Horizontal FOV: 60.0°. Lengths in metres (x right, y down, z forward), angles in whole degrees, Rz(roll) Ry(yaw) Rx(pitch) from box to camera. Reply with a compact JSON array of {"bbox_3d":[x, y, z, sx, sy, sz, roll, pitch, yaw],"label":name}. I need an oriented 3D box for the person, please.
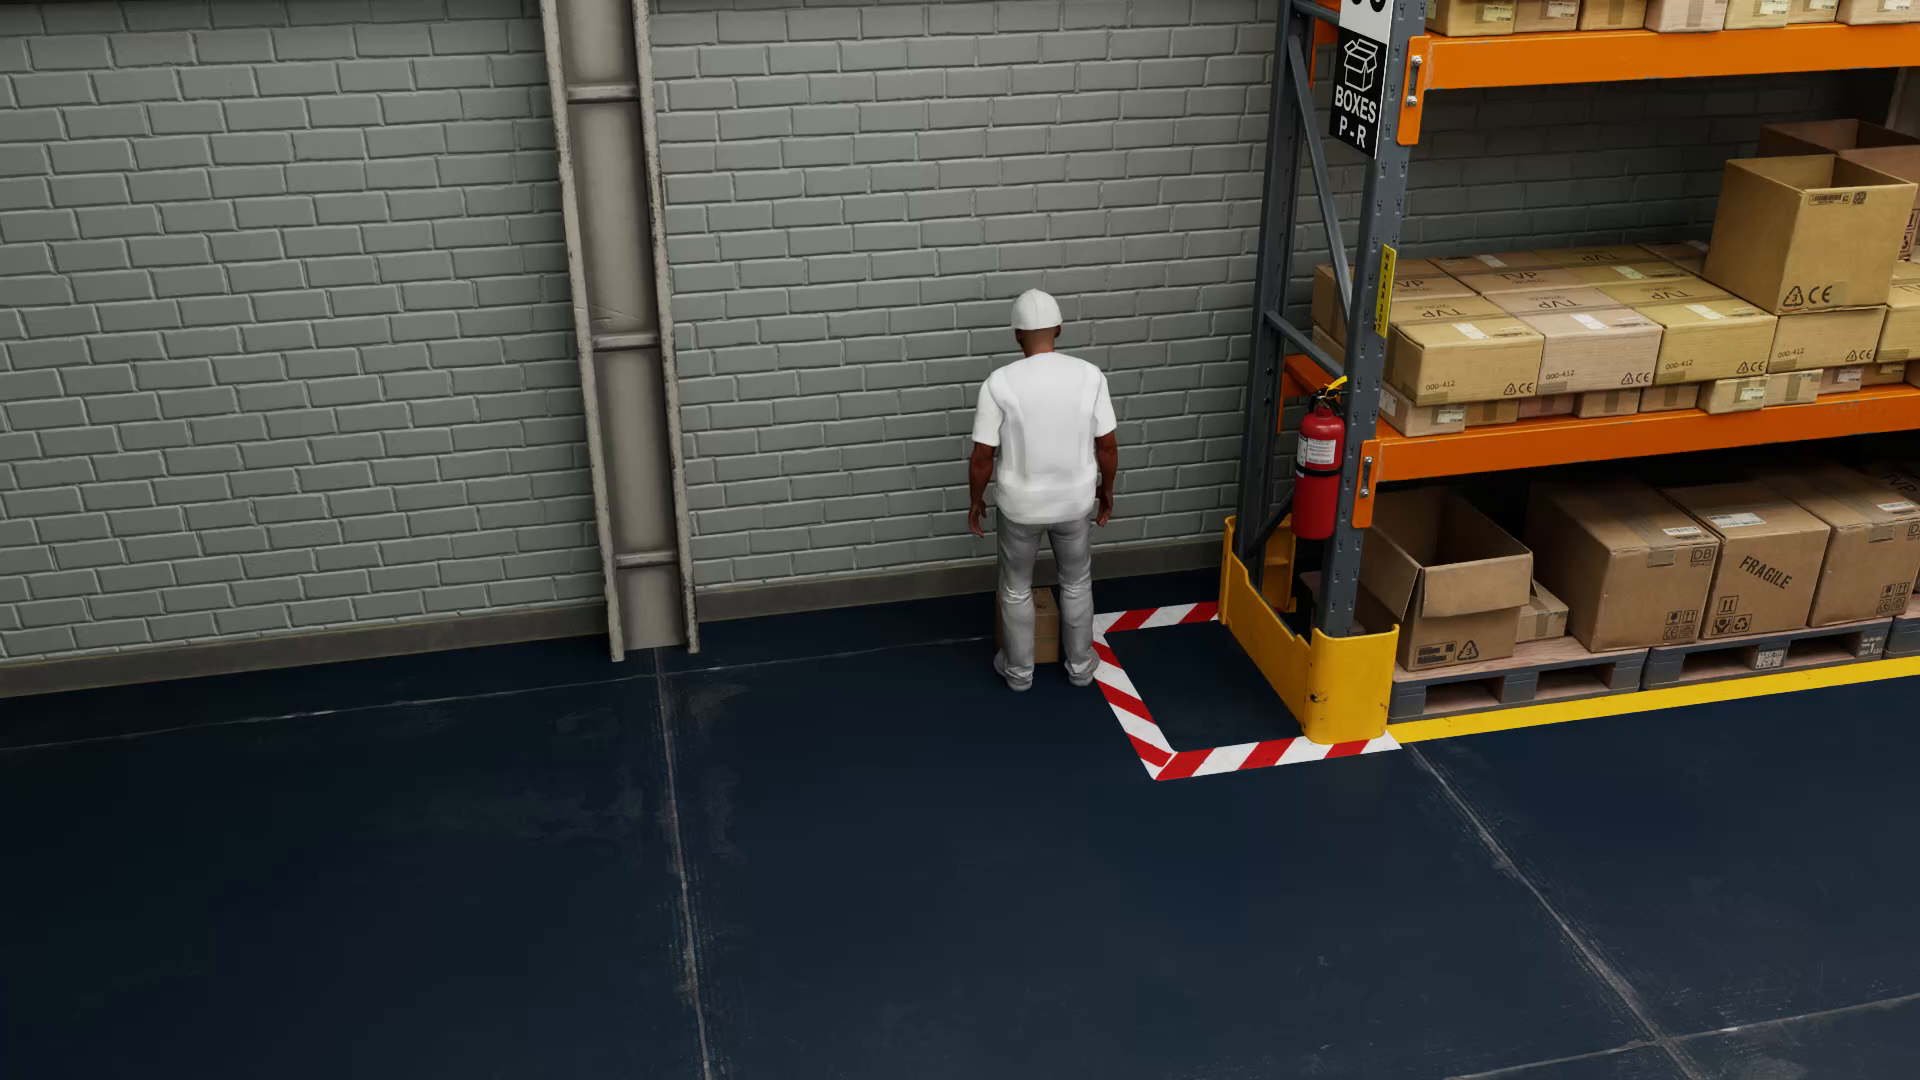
[{"bbox_3d":[0.341,-0.196,6.963,0.633,1.660,0.362,-4,27,-8],"label":"person"}]
